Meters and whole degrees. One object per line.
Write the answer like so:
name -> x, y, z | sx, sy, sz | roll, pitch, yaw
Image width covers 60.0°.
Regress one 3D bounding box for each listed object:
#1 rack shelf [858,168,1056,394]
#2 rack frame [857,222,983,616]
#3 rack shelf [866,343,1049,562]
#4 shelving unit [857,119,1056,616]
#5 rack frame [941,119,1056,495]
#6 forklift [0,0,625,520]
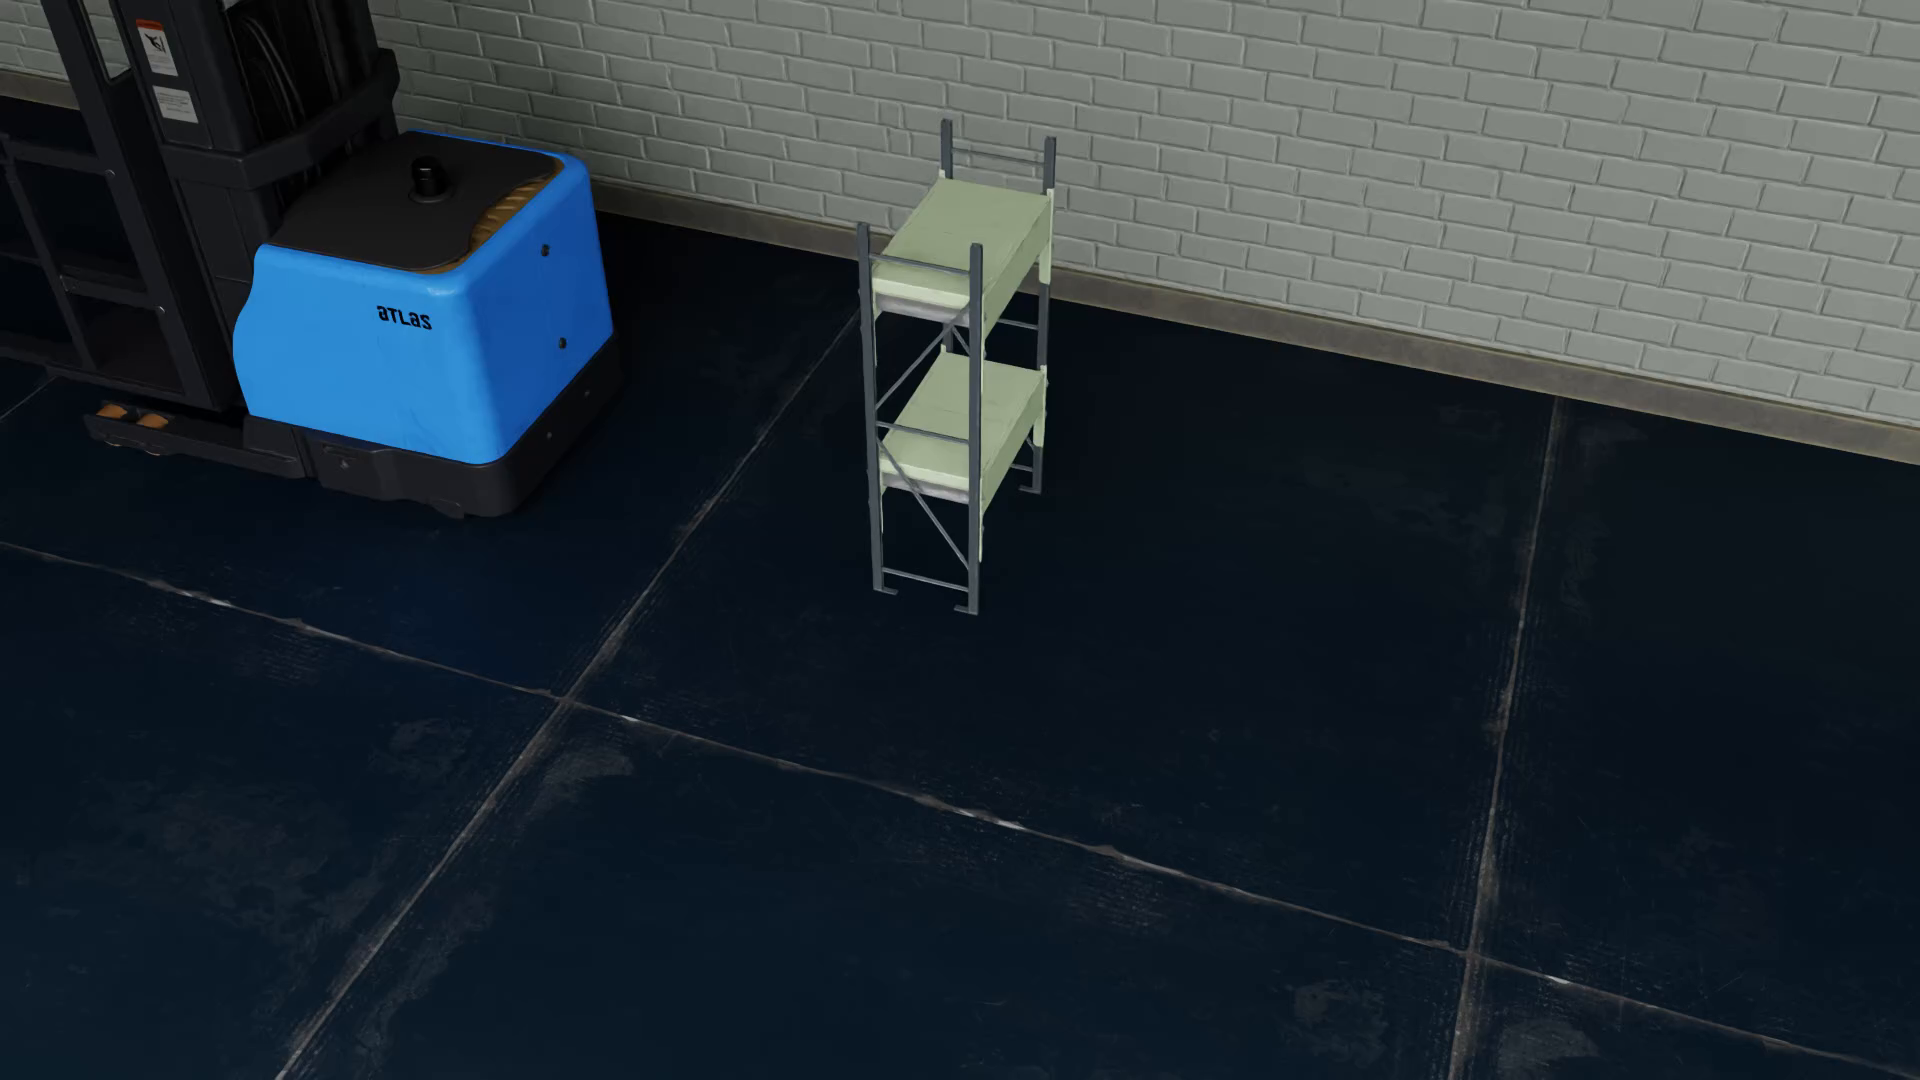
rack shelf -> 0.002, -0.872, 5.515 | 0.431, 0.370, 0.720 | 13, 42, 15
rack frame -> -0.123, -0.351, 5.506 | 0.400, 1.500, 0.023 | 13, 42, 15
rack shelf -> 0.002, -0.327, 5.980 | 0.431, 0.370, 0.720 | 13, 42, 15
shelving unit -> 0.002, -0.575, 5.768 | 0.431, 1.500, 0.755 | 13, 42, 15
rack frame -> 0.127, -0.798, 6.030 | 0.400, 1.500, 0.023 | 13, 42, 15
forklift -> -2.968, -1.763, 6.058 | 3.031, 2.935, 1.130 | 12, 42, 14
